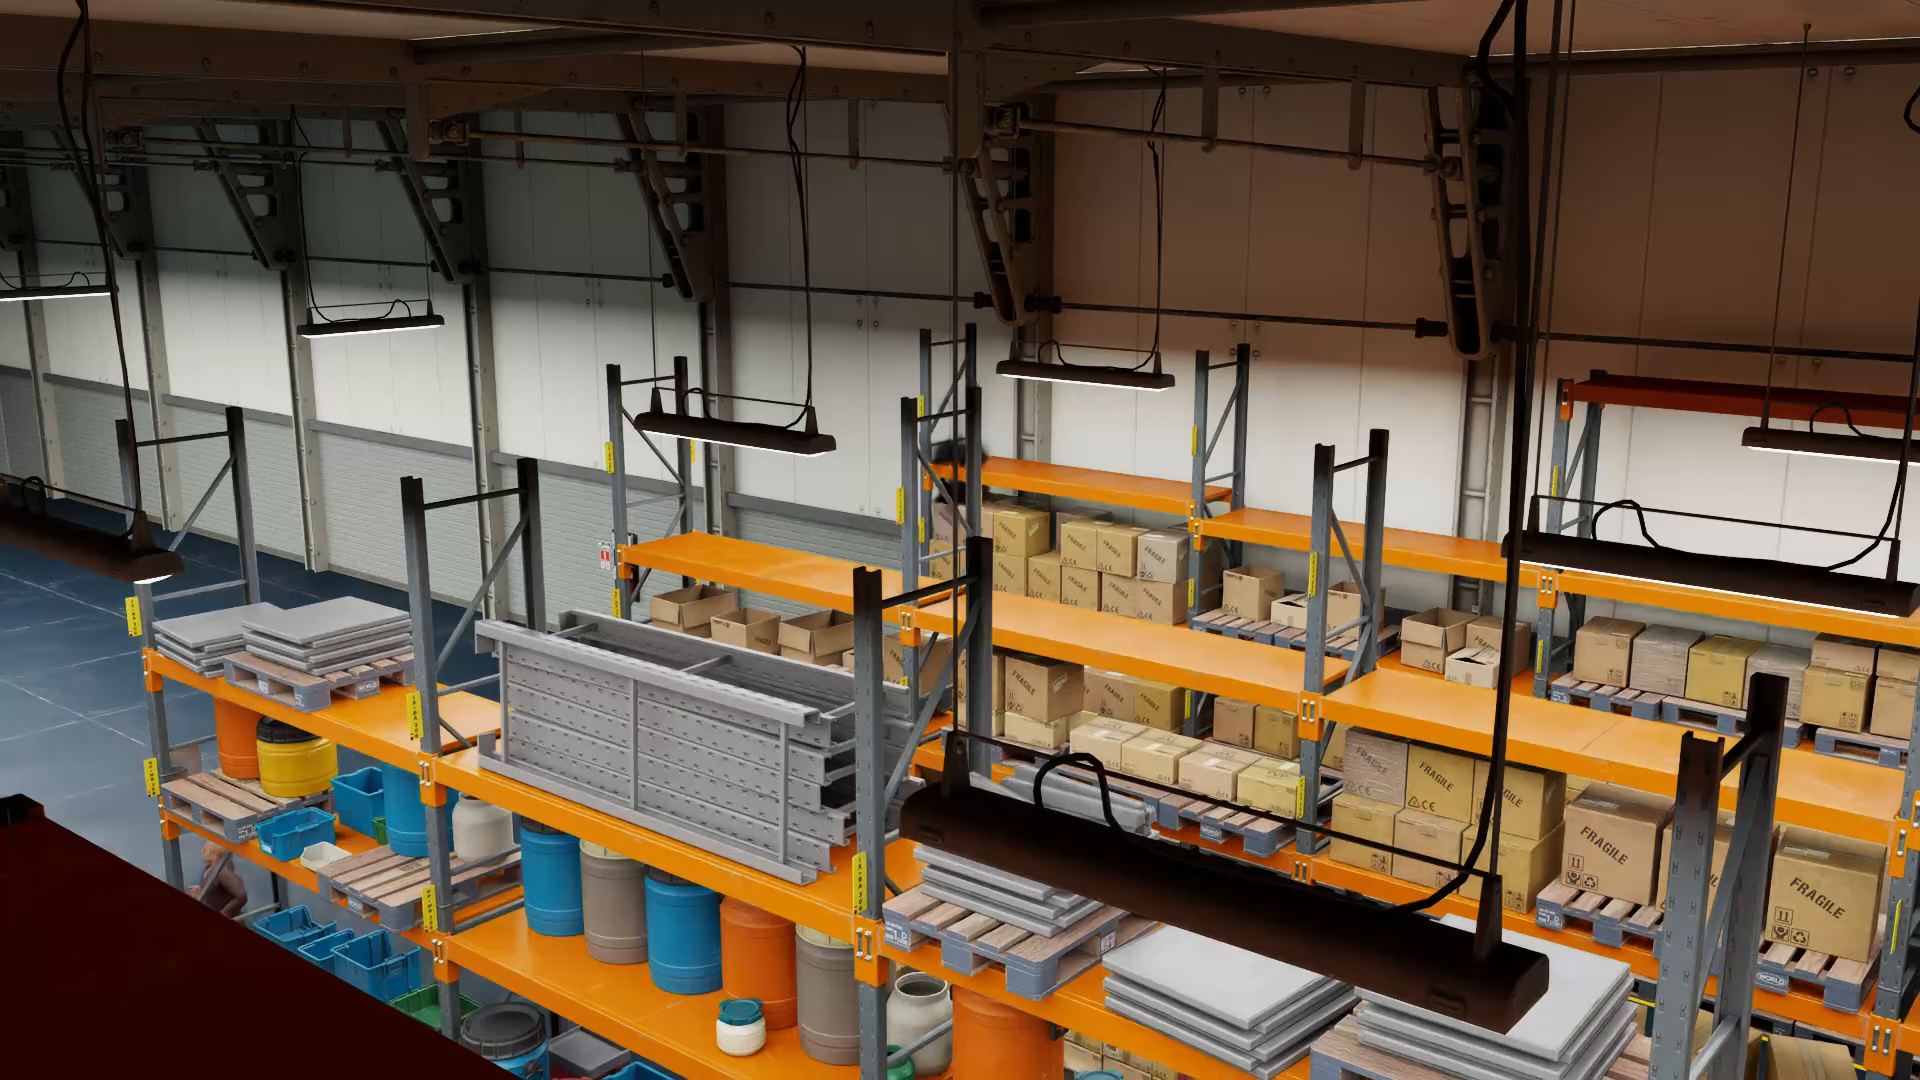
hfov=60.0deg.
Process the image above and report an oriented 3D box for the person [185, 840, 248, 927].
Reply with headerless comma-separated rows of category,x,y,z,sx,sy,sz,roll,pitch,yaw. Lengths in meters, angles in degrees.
person,-7.006,3.714,15.973,0.960,1.717,0.718,-5,13,-19
